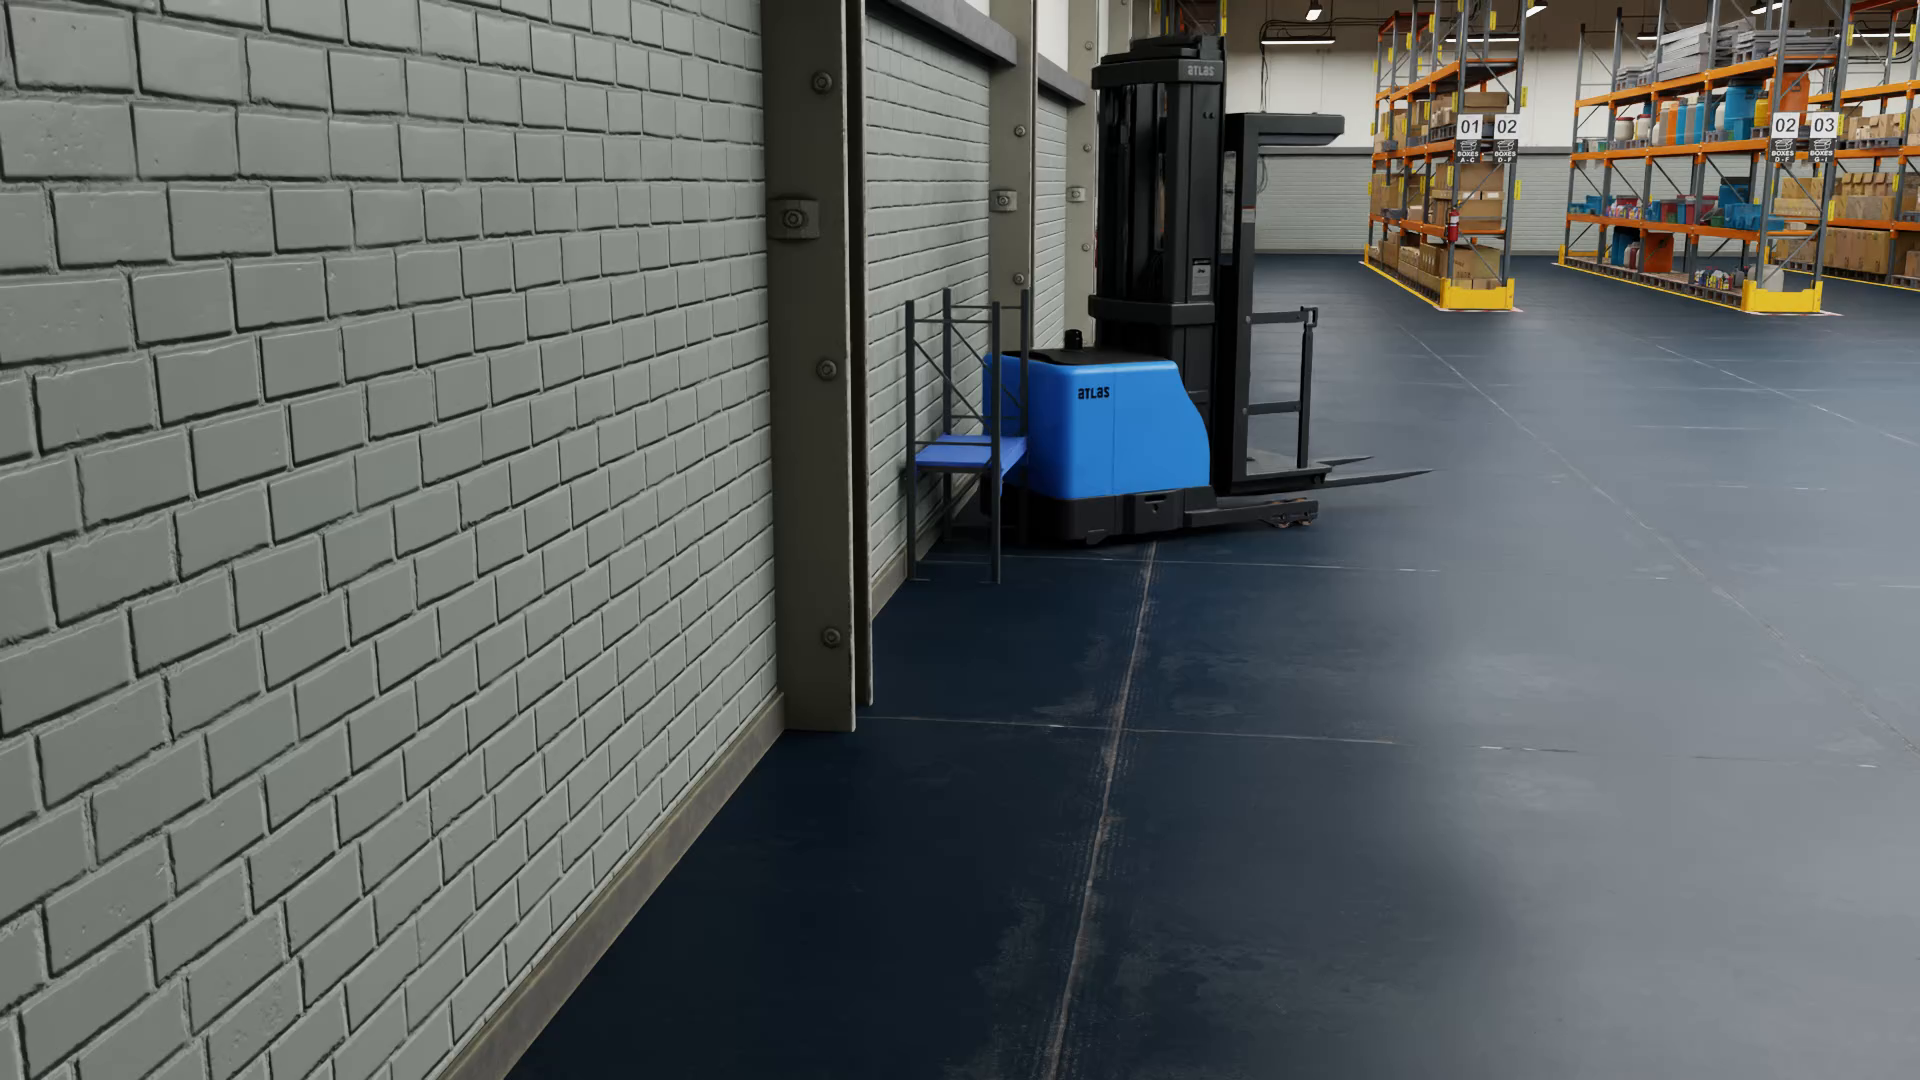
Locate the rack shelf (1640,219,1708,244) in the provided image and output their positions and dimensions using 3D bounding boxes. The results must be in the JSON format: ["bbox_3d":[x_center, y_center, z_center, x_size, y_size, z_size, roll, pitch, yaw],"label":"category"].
[{"bbox_3d":[14.608,-6.159,33.162,1.077,0.370,4.000,2,12,9],"label":"rack shelf"}]

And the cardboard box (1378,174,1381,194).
[{"bbox_3d":[10.612,-8.784,41.024,0.500,0.500,0.500,2,12,9],"label":"cardboard box"}]

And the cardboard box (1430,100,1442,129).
[{"bbox_3d":[9.068,-7.949,31.070,0.500,0.500,0.500,3,13,13],"label":"cardboard box"}]

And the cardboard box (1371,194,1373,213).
[{"bbox_3d":[10.923,-8.719,43.094,0.500,0.500,0.500,2,12,10],"label":"cardboard box"}]

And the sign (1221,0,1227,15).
[{"bbox_3d":[4.432,-8.994,27.960,0.100,0.325,0.005,2,12,9],"label":"sign"}]

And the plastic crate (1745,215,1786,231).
[{"bbox_3d":[13.466,-5.303,27.835,0.499,0.251,0.616,2,12,9],"label":"plastic crate"}]

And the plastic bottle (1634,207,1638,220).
[{"bbox_3d":[14.657,-7.075,36.006,0.097,0.271,0.097,0,12,0],"label":"plastic bottle"}]

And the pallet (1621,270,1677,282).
[{"bbox_3d":[14.995,-5.730,36.080,1.003,0.211,1.213,2,12,9],"label":"pallet"}]

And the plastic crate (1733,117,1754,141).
[{"bbox_3d":[13.681,-7.127,28.864,0.392,0.384,0.575,2,12,9],"label":"plastic crate"}]

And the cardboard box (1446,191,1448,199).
[{"bbox_3d":[8.859,-6.145,29.609,0.380,0.149,0.250,2,12,10],"label":"cardboard box"}]

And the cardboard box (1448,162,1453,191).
[{"bbox_3d":[9.036,-6.429,29.388,0.700,0.500,0.500,2,12,9],"label":"cardboard box"}]

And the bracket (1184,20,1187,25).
[{"bbox_3d":[5.805,-13.558,43.002,0.076,0.066,4.783,2,12,9],"label":"bracket"}]

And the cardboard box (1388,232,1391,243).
[{"bbox_3d":[10.168,-6.980,38.372,0.500,0.250,0.500,2,12,9],"label":"cardboard box"}]

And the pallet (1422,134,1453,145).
[{"bbox_3d":[9.529,-7.813,32.461,0.805,0.209,1.217,1,12,6],"label":"pallet"}]

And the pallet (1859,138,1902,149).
[{"bbox_3d":[20.025,-8.510,35.688,1.003,0.211,1.213,2,12,11],"label":"pallet"}]

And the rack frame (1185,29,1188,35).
[{"bbox_3d":[6.357,-11.846,43.603,1.000,3.000,0.127,2,12,9],"label":"rack frame"}]

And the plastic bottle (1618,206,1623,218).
[{"bbox_3d":[14.905,-7.374,37.387,0.152,0.276,0.135,2,12,9],"label":"plastic bottle"}]

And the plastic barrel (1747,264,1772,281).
[{"bbox_3d":[13.788,-4.495,28.640,0.421,0.512,0.421,0,12,0],"label":"plastic barrel"}]

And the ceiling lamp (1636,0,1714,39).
[{"bbox_3d":[19.047,-14.856,43.713,2.000,3.185,0.800,2,12,9],"label":"ceiling lamp"}]

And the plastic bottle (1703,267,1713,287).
[{"bbox_3d":[13.737,-4.821,30.487,0.144,0.351,0.185,1,12,6],"label":"plastic bottle"}]

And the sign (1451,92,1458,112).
[{"bbox_3d":[8.257,-7.304,27.733,0.100,0.325,0.005,2,12,9],"label":"sign"}]

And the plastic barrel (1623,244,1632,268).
[{"bbox_3d":[15.146,-6.375,37.361,0.421,0.512,0.421,0,12,0],"label":"plastic barrel"}]

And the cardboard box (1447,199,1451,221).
[{"bbox_3d":[9.034,-5.782,29.464,0.700,0.500,0.500,2,12,9],"label":"cardboard box"}]

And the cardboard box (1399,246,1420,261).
[{"bbox_3d":[9.651,-6.125,35.491,0.500,0.311,0.500,2,12,11],"label":"cardboard box"}]

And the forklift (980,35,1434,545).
[{"bbox_3d":[1.672,-1.598,10.451,3.031,2.935,1.130,-6,14,-27],"label":"forklift"}]

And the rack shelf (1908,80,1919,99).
[{"bbox_3d":[19.502,-8.736,31.827,1.077,0.370,4.000,2,12,9],"label":"rack shelf"}]

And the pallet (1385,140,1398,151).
[{"bbox_3d":[10.311,-8.946,37.712,1.213,0.211,1.003,2,12,9],"label":"pallet"}]

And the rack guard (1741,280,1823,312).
[{"bbox_3d":[13.650,-4.058,27.634,1.175,0.500,0.348,2,12,9],"label":"rack guard"}]

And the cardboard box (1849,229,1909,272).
[{"bbox_3d":[20.081,-6.262,35.976,1.225,0.875,0.875,2,12,9],"label":"cardboard box"}]

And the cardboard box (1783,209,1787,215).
[{"bbox_3d":[20.543,-8.085,40.987,0.380,0.149,0.250,2,12,8],"label":"cardboard box"}]

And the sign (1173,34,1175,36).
[{"bbox_3d":[4.577,-10.732,35.840,0.100,0.325,0.005,2,12,9],"label":"sign"}]

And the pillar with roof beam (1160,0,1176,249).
[{"bbox_3d":[9.248,-11.048,39.898,9.100,9.000,0.548,2,12,9],"label":"pillar with roof beam"}]

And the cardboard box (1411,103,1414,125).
[{"bbox_3d":[10.252,-9.396,36.740,0.500,0.500,0.500,2,12,9],"label":"cardboard box"}]

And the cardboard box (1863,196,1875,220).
[{"bbox_3d":[19.800,-7.138,35.760,0.500,0.500,0.500,1,12,7],"label":"cardboard box"}]

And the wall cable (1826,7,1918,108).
[{"bbox_3d":[25.315,-14.003,45.973,2.277,5.999,0.120,2,12,9],"label":"wall cable"}]

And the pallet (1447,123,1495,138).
[{"bbox_3d":[8.925,-6.993,28.411,1.003,0.211,1.213,2,12,9],"label":"pallet"}]

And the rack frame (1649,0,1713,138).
[{"bbox_3d":[14.915,-9.860,34.386,1.000,3.000,0.127,2,12,9],"label":"rack frame"}]

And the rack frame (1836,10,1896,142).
[{"bbox_3d":[20.425,-10.532,37.505,1.000,3.000,0.127,2,12,9],"label":"rack frame"}]

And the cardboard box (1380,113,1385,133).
[{"bbox_3d":[11.028,-10.549,42.093,0.700,0.500,0.500,2,12,9],"label":"cardboard box"}]

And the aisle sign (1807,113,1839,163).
[{"bbox_3d":[13.963,-6.509,26.903,0.394,0.787,0.004,2,12,9],"label":"aisle sign"}]

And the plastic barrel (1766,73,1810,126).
[{"bbox_3d":[13.634,-7.249,27.374,0.600,0.830,0.708,2,12,9],"label":"plastic barrel"}]

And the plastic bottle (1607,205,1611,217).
[{"bbox_3d":[15.032,-7.613,38.475,0.061,0.283,0.133,2,12,9],"label":"plastic bottle"}]

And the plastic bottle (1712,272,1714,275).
[{"bbox_3d":[13.751,-4.750,30.348,0.097,0.271,0.097,0,12,0],"label":"plastic bottle"}]

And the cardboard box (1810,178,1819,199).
[{"bbox_3d":[20.312,-8.247,39.010,0.500,0.500,0.500,2,12,9],"label":"cardboard box"}]

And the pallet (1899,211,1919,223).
[{"bbox_3d":[19.805,-6.521,33.589,1.213,0.211,1.003,2,12,9],"label":"pallet"}]

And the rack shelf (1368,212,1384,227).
[{"bbox_3d":[10.944,-7.986,41.638,1.077,0.370,4.000,2,12,9],"label":"rack shelf"}]

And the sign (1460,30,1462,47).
[{"bbox_3d":[10.570,-10.538,34.939,0.100,0.325,0.005,2,12,9],"label":"sign"}]

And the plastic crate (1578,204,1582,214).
[{"bbox_3d":[15.580,-8.226,41.296,0.416,0.233,0.300,2,12,9],"label":"plastic crate"}]

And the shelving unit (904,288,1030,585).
[{"bbox_3d":[0.057,-0.610,9.262,0.538,1.500,1.048,2,12,10],"label":"shelving unit"}]

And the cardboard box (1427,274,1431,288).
[{"bbox_3d":[8.800,-4.718,30.298,0.500,0.250,0.500,2,12,9],"label":"cardboard box"}]

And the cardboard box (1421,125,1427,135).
[{"bbox_3d":[10.007,-8.591,34.975,0.500,0.250,0.500,1,12,4],"label":"cardboard box"}]

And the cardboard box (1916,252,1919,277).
[{"bbox_3d":[19.653,-5.504,33.303,0.700,0.500,0.500,1,12,4],"label":"cardboard box"}]

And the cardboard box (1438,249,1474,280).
[{"bbox_3d":[8.580,-4.772,28.768,0.500,0.500,0.500,2,12,9],"label":"cardboard box"}]

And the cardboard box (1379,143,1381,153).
[{"bbox_3d":[10.686,-9.736,41.287,0.500,0.250,0.500,2,12,9],"label":"cardboard box"}]
